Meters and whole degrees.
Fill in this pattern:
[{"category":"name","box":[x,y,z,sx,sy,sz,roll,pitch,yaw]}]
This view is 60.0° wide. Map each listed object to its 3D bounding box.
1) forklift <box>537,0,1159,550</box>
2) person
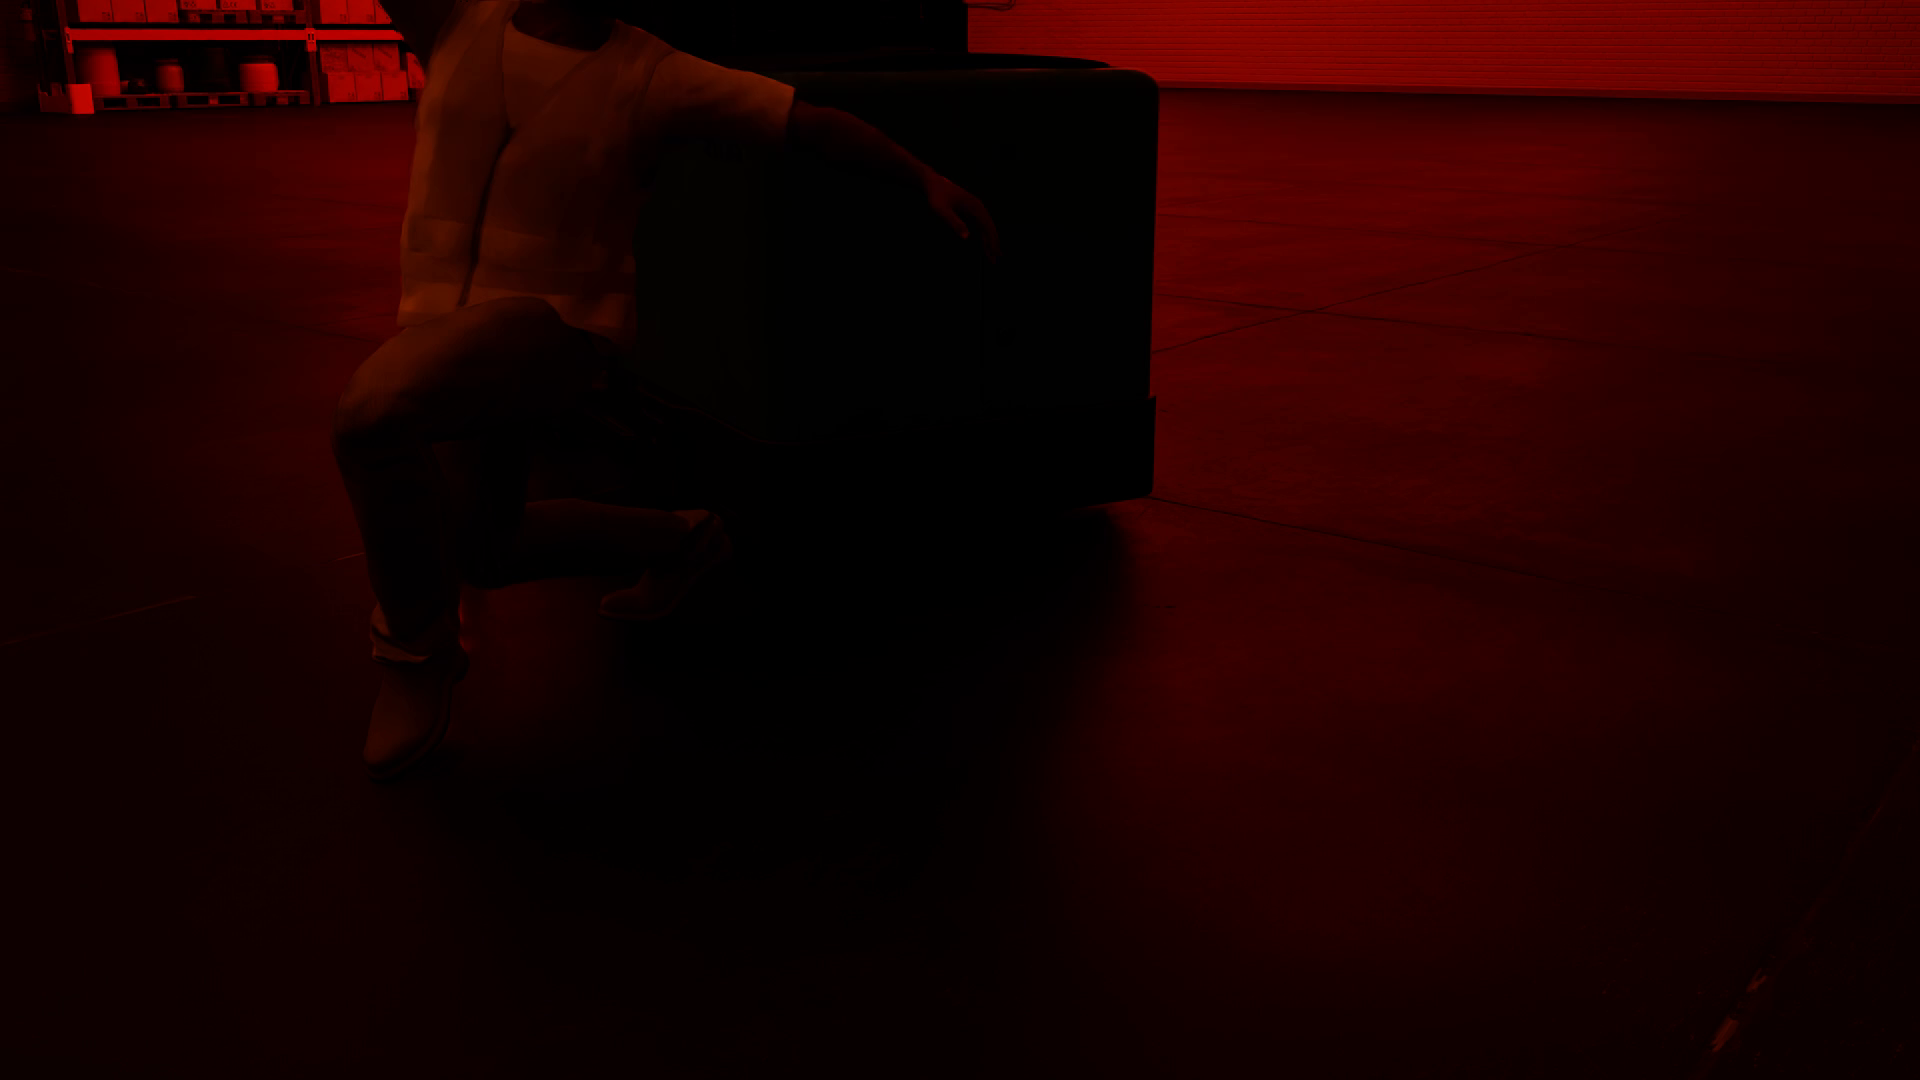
[{"category":"forklift","box":[-0.684,-1.757,4.684,1.130,2.935,3.031,-9,19,-28]},{"category":"person","box":[-0.531,-0.413,2.773,1.002,1.465,0.962,7,18,22]}]
